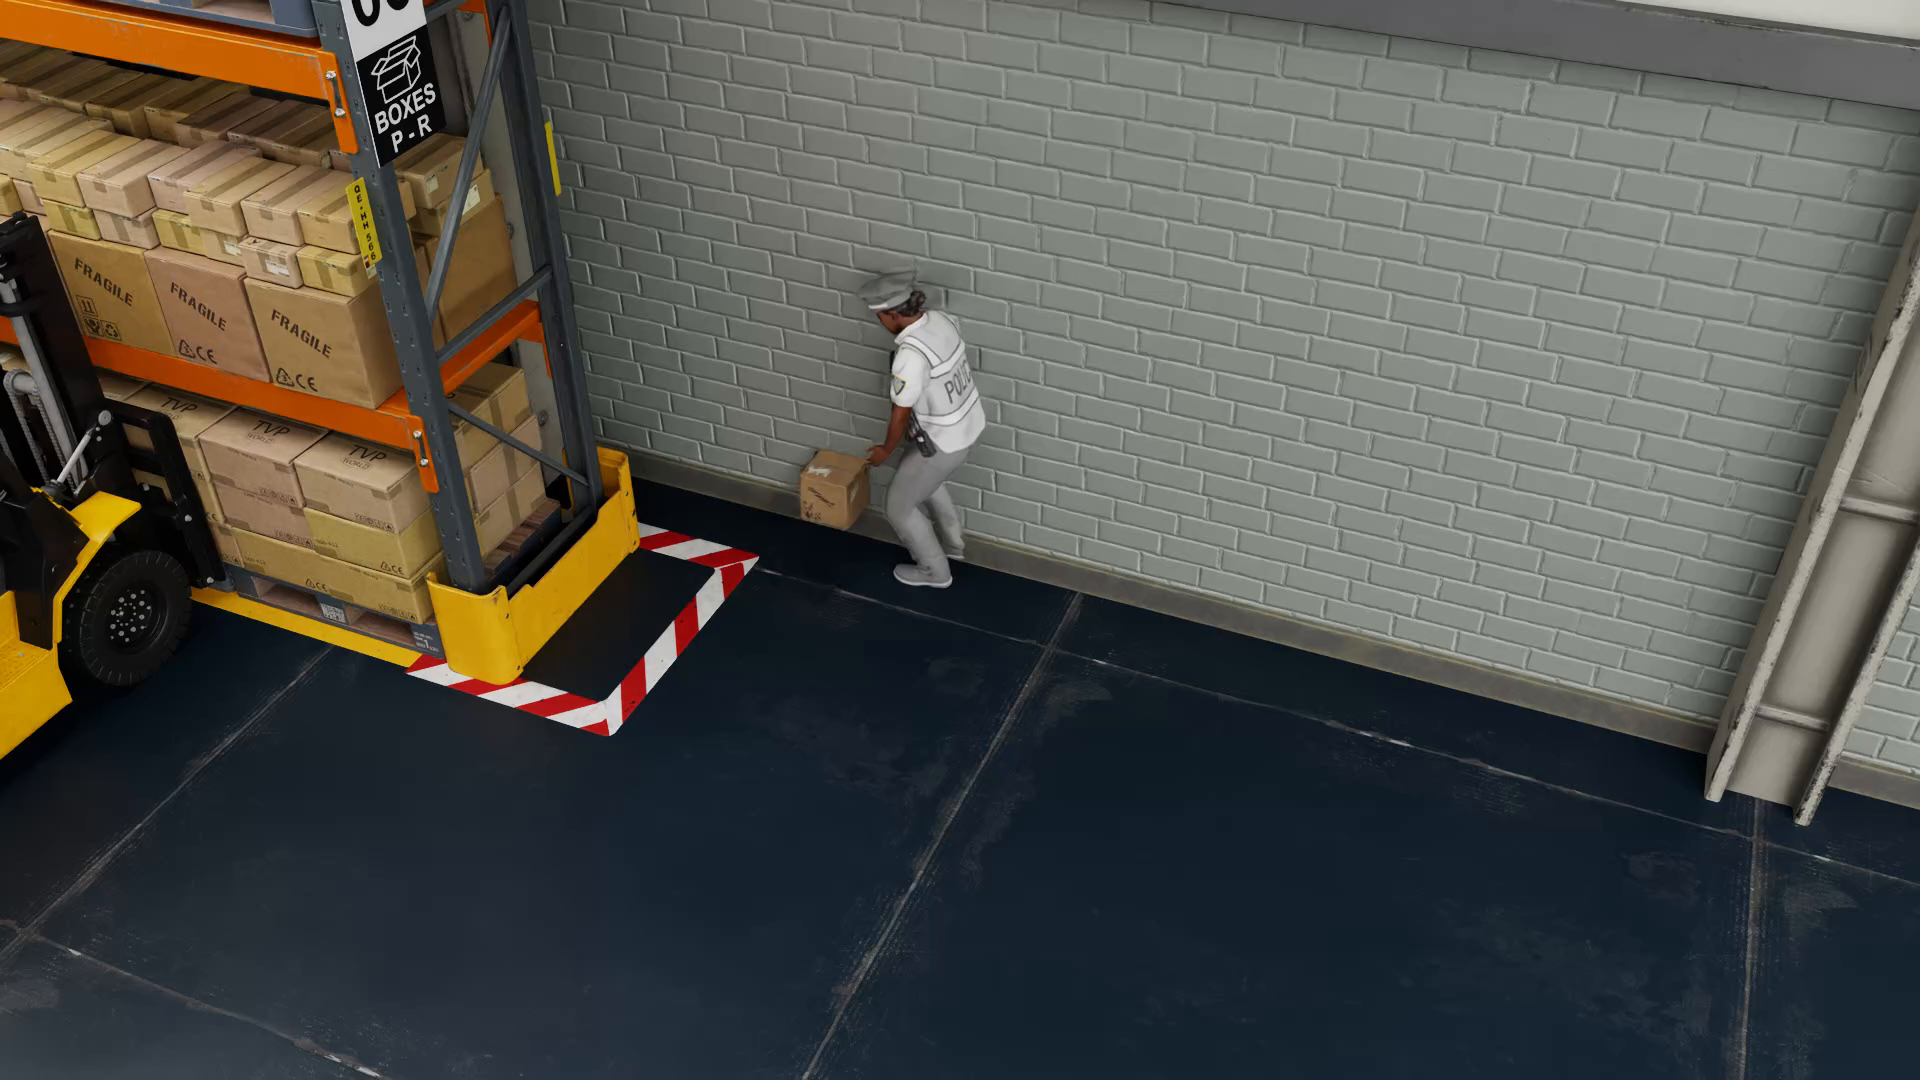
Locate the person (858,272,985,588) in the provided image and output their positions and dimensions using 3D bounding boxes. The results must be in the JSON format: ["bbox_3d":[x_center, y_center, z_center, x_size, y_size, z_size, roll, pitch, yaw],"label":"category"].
[{"bbox_3d":[-0.174,-0.476,7.526,0.540,1.564,0.476,15,40,18],"label":"person"}]
